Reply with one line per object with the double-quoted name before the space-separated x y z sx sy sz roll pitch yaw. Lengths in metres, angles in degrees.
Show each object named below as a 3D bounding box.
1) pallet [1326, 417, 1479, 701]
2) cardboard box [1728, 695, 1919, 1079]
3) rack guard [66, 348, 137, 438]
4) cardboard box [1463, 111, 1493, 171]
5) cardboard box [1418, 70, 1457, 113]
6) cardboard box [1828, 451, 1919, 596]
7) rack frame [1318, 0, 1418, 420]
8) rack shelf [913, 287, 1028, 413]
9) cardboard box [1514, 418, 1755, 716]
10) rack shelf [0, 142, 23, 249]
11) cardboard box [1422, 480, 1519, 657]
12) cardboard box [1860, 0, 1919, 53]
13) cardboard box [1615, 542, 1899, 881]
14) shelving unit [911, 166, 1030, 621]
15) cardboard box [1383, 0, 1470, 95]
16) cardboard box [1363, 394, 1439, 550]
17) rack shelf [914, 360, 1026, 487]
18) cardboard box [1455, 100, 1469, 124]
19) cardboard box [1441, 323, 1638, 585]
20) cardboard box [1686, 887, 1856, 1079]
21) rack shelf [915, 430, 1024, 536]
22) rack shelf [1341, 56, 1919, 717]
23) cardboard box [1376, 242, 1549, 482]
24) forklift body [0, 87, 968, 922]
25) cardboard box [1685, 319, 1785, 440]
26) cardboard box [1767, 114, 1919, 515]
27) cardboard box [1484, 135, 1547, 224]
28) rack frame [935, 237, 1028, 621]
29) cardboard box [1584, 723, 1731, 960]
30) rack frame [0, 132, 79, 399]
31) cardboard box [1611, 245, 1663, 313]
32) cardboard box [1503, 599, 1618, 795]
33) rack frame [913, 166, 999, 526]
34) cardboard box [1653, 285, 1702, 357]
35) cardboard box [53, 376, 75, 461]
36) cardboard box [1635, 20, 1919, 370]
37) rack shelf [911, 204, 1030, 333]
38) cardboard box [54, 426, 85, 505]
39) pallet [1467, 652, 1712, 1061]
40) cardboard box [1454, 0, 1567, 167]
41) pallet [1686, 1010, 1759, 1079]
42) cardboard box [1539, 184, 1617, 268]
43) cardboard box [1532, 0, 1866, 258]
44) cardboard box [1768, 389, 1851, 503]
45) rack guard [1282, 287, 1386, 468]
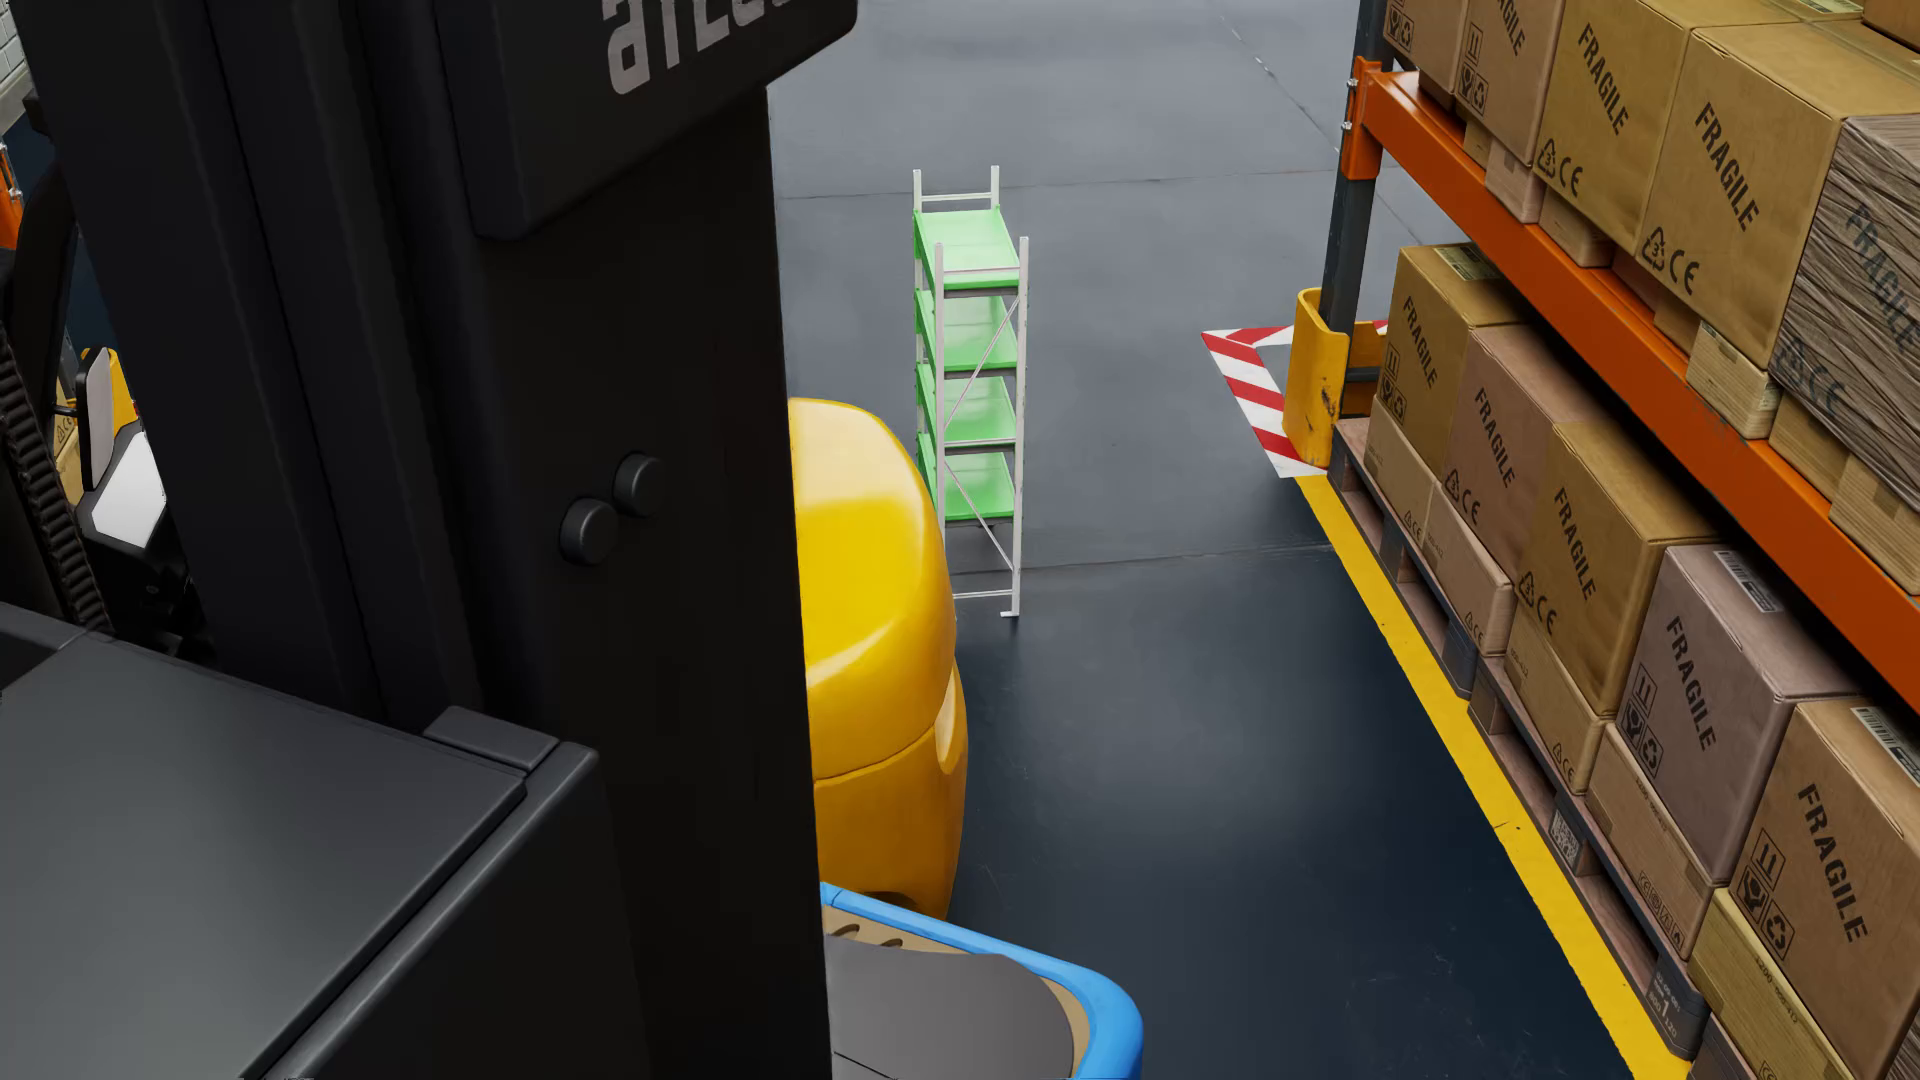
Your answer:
"pallet" 1.798 -0.011 5.078 1.003 0.211 1.213 -4 35 -6
"cardboard box" 1.836 0.630 3.065 0.500 0.500 0.500 -4 34 -6
"rack guard" -3.207 -0.264 5.193 1.175 0.500 0.348 -4 35 -6
"cardboard box" 1.558 -1.059 4.363 0.380 0.149 0.250 -5 35 -8
"cardboard box" 1.555 -1.353 4.794 0.380 0.149 0.250 -4 35 -6
"cardboard box" 1.767 -0.049 2.881 0.380 0.149 0.250 -5 35 -7
"rack frame" 1.714 -1.662 5.025 1.000 3.000 0.127 -4 35 -6
"rack shelf" 0.022 -0.549 4.677 0.258 0.148 0.480 -4 35 -6
"cardboard box" 1.686 0.048 3.919 0.500 0.500 0.500 -4 34 -5
"rack shelf" -2.935 0.130 3.035 1.077 0.370 4.000 -4 35 -6
"cardboard box" 1.610 0.058 4.571 0.500 0.250 0.500 -3 34 -5
"cardboard box" 2.160 -1.122 2.992 0.700 0.500 0.500 -5 35 -7
"cardboard box" 1.767 0.345 3.483 0.500 0.500 0.500 -3 34 -4
"shelving unit" 0.022 -0.403 4.777 0.258 1.200 0.503 -4 35 -6
"cardboard box" 1.503 -1.540 4.494 0.500 0.500 0.500 -5 35 -7
"cardboard box" 1.548 -0.228 4.989 0.500 0.250 0.500 -5 35 -7
"rack shelf" 0.022 -0.351 4.813 0.258 0.148 0.480 -4 35 -6
"cardboard box" 1.603 -1.213 4.589 0.380 0.149 0.250 -4 34 -6
"cardboard box" 1.627 -0.233 4.331 0.500 0.500 0.500 -6 35 -8
"cardboard box" 1.825 0.927 3.294 0.500 0.250 0.500 -5 35 -8
"rack shelf" 0.022 -0.152 4.948 0.258 0.148 0.480 -4 35 -6
"rack shelf" 1.983 -0.248 3.589 1.077 0.370 4.000 -4 35 -6
"cardboard box" 1.552 -0.524 4.759 0.500 0.500 0.500 -5 35 -8
"forklift body" -1.141 -0.013 3.359 2.313 2.155 1.214 -4 35 -6
"cardboard box" 1.692 -0.334 3.300 0.380 0.149 0.250 -4 34 -6
"cardboard box" 1.795 -0.399 2.819 0.500 0.500 0.500 -3 34 -5
"cardboard box" 1.547 -0.913 4.150 0.380 0.149 0.250 -4 34 -6
"rack frame" 0.055 -0.267 4.577 0.240 1.200 0.015 -4 35 -6
"cardboard box" 1.761 0.643 3.711 0.500 0.250 0.500 -4 34 -6
"rack frame" -3.204 -1.284 4.470 1.000 3.000 0.127 -4 35 -6
"cardboard box" 1.710 -0.629 3.732 0.380 0.149 0.250 -3 34 -5
"cardboard box" 1.696 0.361 4.125 0.500 0.250 0.500 -2 34 -3
"rack frame" -0.011 -0.540 4.976 0.240 1.200 0.015 -4 35 -6
"cardboard box" 1.716 -0.479 3.513 0.380 0.149 0.250 -5 35 -8
"cardboard box" -2.829 -0.279 4.621 0.500 0.250 0.500 -5 35 -7
"cardboard box" 1.722 -0.684 3.238 0.500 0.500 0.500 -5 35 -7
"rack shelf" 0.022 -0.747 4.542 0.258 0.148 0.480 -4 35 -6
"cardboard box" -2.828 -0.083 4.776 0.500 0.250 0.500 -4 34 -6
"pallet" 1.959 0.668 4.082 1.003 0.211 1.213 -4 35 -6
"cardboard box" 1.576 -1.252 4.070 0.500 0.500 0.500 -3 34 -5
"pallet" 2.127 1.351 3.080 1.003 0.211 1.213 -4 35 -6
"cardboard box" 1.615 -0.772 3.942 0.380 0.149 0.250 -3 34 -5
"cardboard box" 1.646 -0.967 3.653 0.500 0.500 0.500 -5 35 -7
"cardboard box" 1.762 -0.194 3.094 0.380 0.149 0.250 -5 35 -7
"rack guard" 1.724 -0.586 5.666 1.175 0.500 0.348 -4 35 -6
